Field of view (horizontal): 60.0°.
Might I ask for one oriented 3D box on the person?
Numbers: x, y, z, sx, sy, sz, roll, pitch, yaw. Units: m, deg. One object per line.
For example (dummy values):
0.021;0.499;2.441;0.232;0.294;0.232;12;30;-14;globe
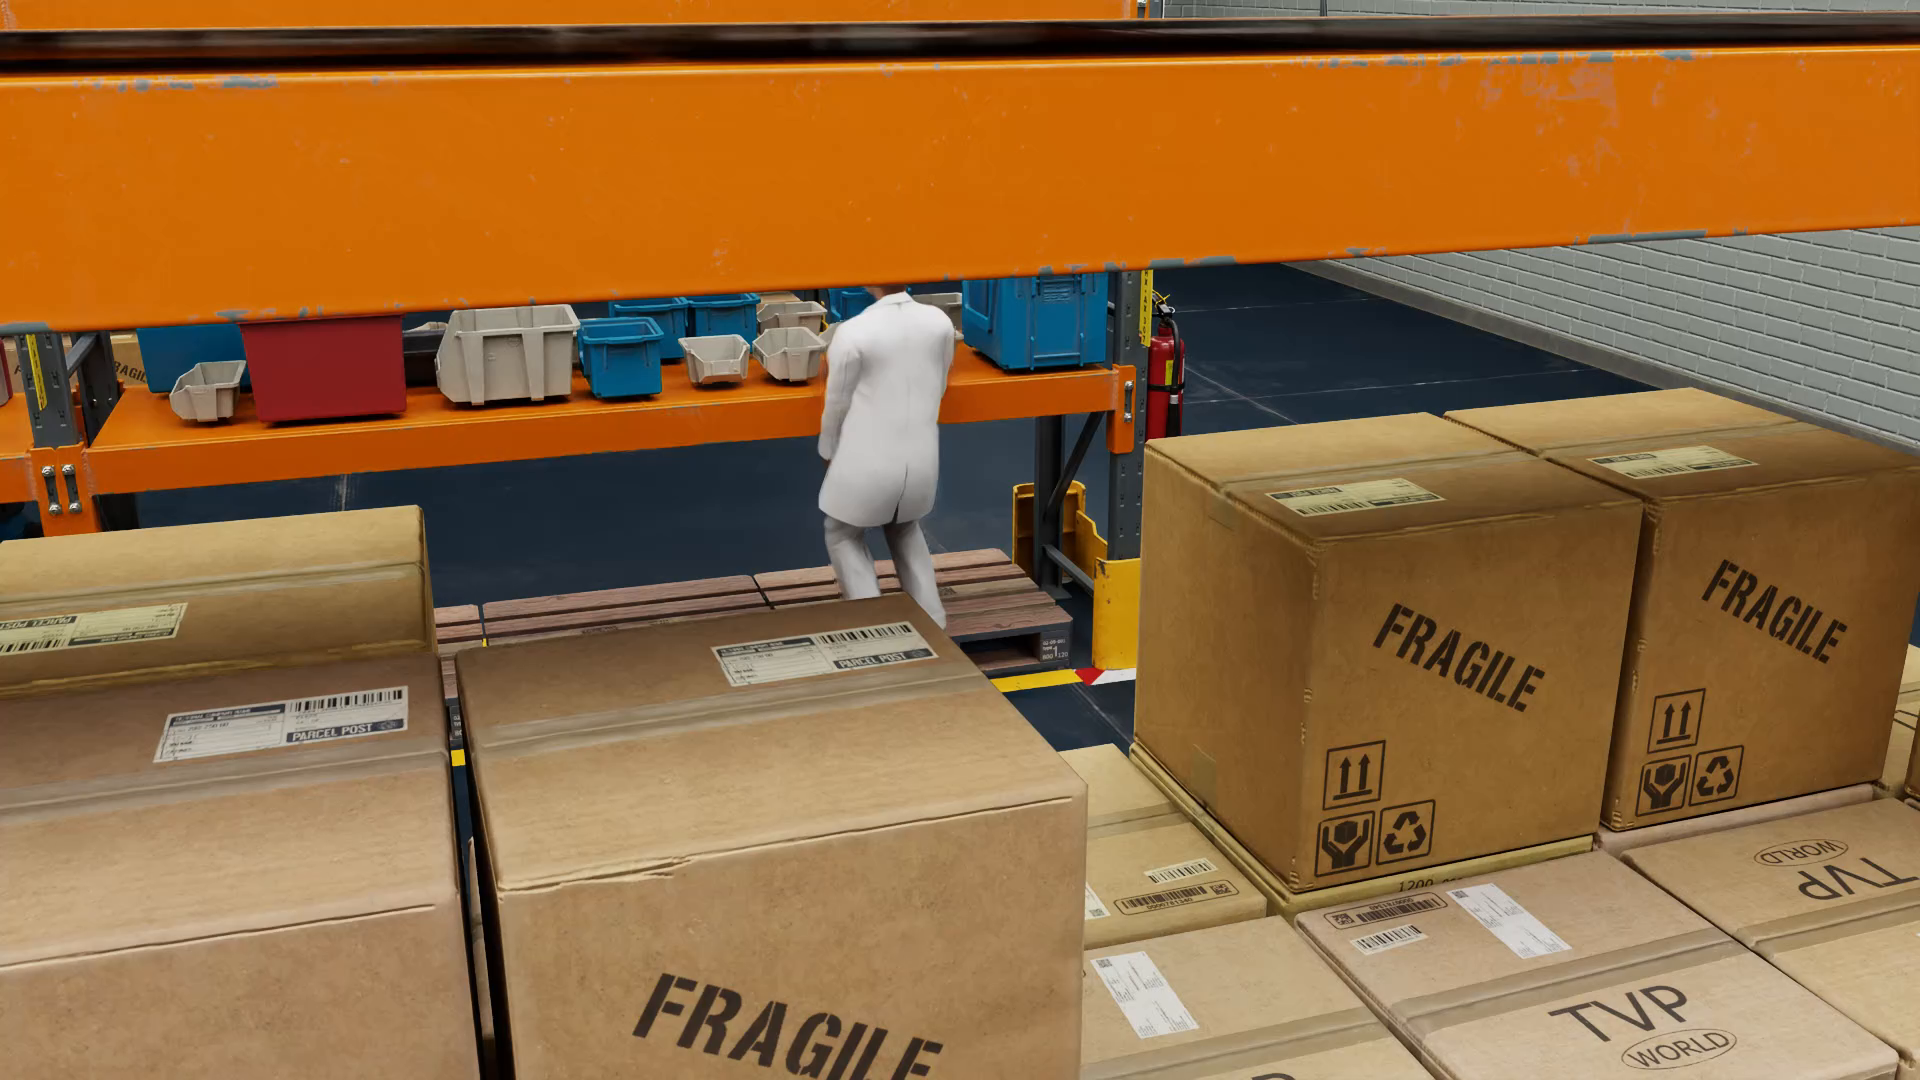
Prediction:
-0.280;-0.361;6.594;0.599;1.715;0.461;-11;22;-29;person
